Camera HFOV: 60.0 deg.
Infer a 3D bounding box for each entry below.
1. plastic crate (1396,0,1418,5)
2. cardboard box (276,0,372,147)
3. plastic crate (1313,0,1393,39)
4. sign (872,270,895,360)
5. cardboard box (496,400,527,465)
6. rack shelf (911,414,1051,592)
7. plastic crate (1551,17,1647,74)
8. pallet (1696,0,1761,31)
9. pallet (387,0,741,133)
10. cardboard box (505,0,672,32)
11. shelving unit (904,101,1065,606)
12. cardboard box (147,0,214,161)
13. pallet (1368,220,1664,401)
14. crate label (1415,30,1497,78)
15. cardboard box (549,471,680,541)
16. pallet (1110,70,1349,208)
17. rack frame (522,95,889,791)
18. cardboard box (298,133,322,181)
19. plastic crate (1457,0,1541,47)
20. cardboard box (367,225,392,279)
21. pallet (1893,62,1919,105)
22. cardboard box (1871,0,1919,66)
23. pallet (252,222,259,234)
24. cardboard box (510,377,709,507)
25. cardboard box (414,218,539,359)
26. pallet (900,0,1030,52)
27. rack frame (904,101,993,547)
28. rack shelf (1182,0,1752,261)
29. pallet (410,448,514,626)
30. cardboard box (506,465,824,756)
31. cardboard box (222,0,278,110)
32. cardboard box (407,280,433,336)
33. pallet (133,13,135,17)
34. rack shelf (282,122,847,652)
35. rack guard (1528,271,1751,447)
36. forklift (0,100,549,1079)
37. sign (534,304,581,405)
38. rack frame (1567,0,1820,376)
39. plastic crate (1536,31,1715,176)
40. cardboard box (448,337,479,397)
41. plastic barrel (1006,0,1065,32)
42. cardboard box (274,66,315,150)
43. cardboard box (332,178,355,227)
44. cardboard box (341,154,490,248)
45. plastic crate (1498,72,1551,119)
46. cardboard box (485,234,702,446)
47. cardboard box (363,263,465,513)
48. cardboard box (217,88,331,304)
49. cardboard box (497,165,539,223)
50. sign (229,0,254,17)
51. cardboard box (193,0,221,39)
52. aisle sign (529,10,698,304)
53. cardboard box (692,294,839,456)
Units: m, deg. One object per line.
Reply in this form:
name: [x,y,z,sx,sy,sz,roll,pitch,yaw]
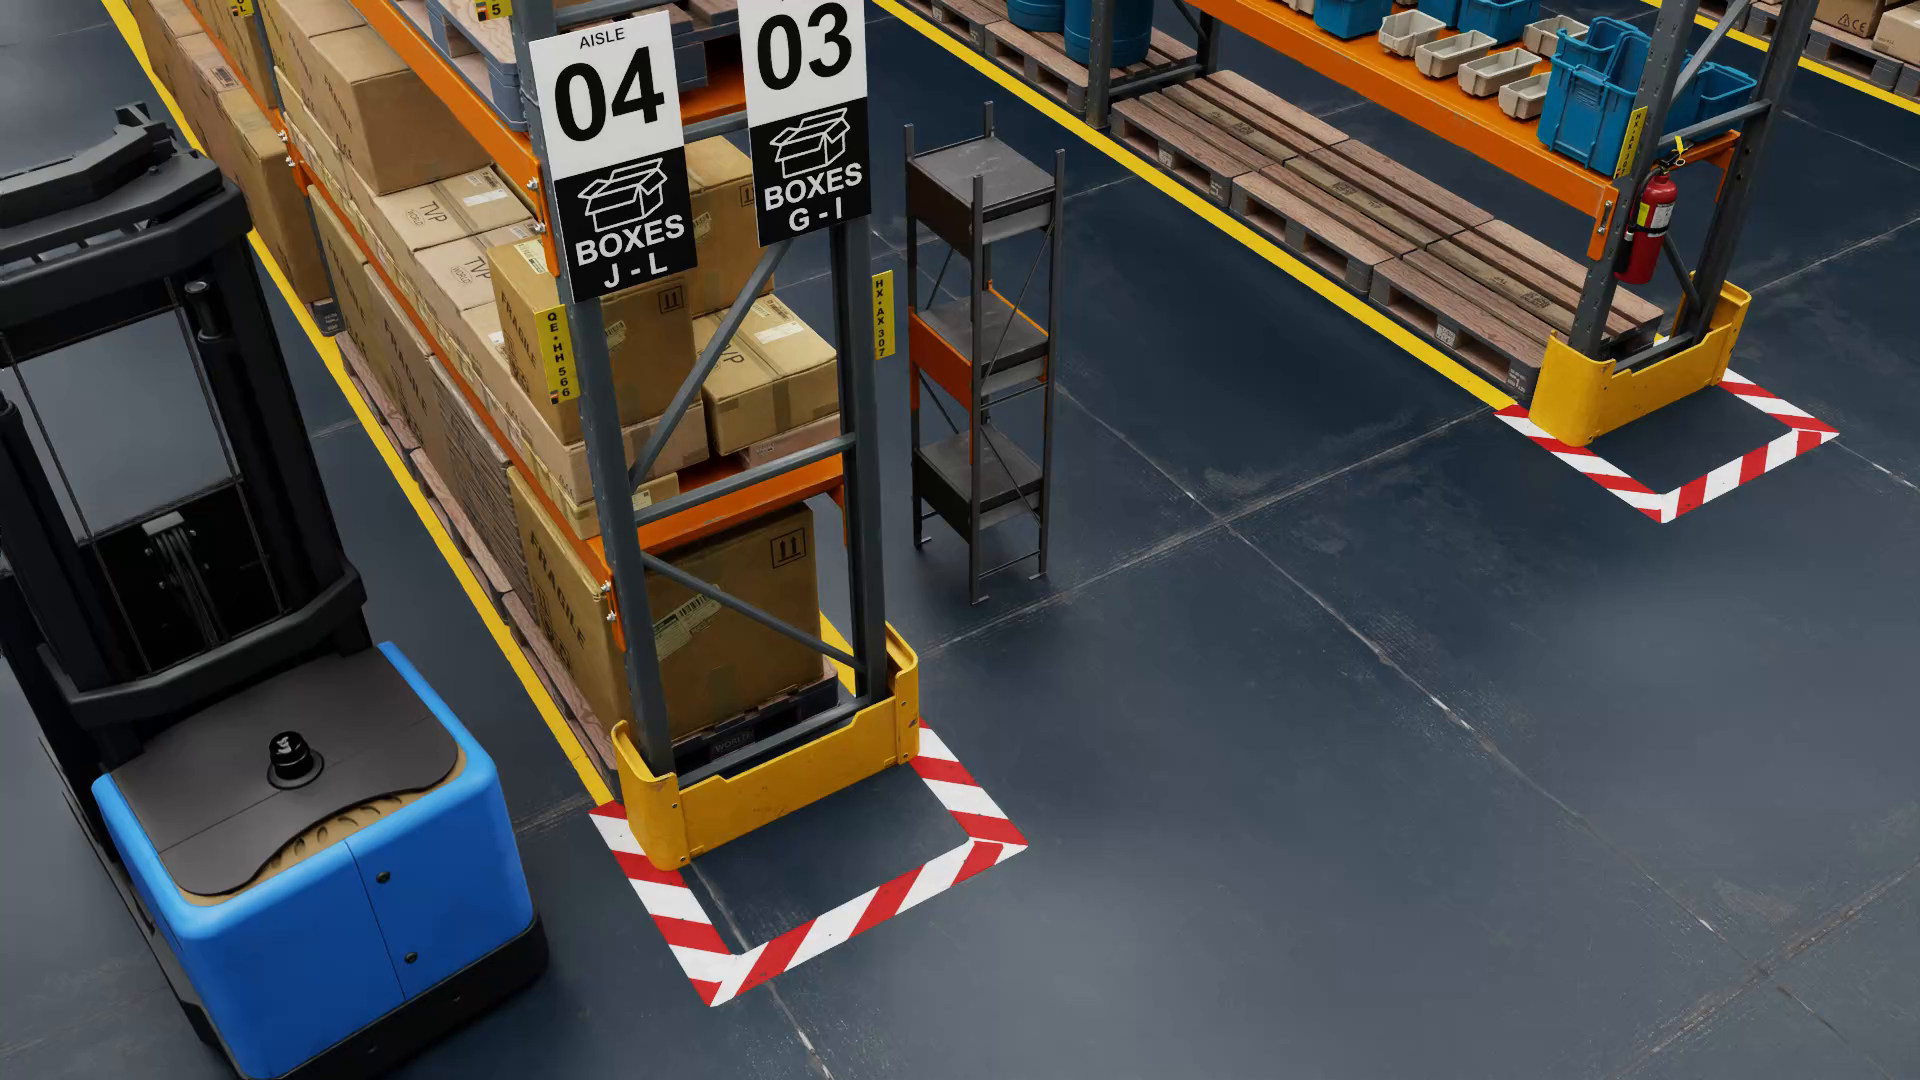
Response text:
plastic crate: [2.479,-3.146,9.342,0.293,0.136,0.466,-22,45,-24]
cardboard box: [-2.587,-2.086,7.209,0.500,0.500,0.500,-22,45,-24]
plastic crate: [2.119,-2.881,8.948,0.416,0.233,0.300,-22,45,-24]
sign: [-0.265,-0.748,5.566,0.100,0.325,0.005,-22,45,-24]
cardboard box: [-1.481,-0.456,6.150,0.380,0.149,0.250,-22,45,-24]
rack shelf: [0.089,-0.169,7.427,0.431,0.518,0.480,-22,45,-24]
plastic crate: [3.231,-2.462,8.446,0.416,0.233,0.300,-22,45,-24]
pallet: [5.836,-4.321,12.771,1.003,0.211,1.213,-22,45,-24]
pallet: [-1.144,-1.712,5.187,1.003,0.211,1.213,-22,45,-24]
cardboard box: [-1.061,-1.850,4.799,0.700,0.500,0.500,-25,46,-27]
shelving unit: [0.089,-0.717,6.971,0.431,2.100,0.503,-22,45,-24]
cardboard box: [-4.211,-2.997,10.335,1.225,0.875,0.875,-22,45,-24]
pallet: [3.029,-1.289,9.132,1.003,0.211,1.213,-22,45,-24]
crate label: [2.535,-2.505,8.572,0.396,0.136,0.243,-22,45,-24]
cardboard box: [-1.205,-0.179,5.818,0.380,0.149,0.250,-21,44,-24]
pallet: [1.717,-2.606,10.712,1.003,0.211,1.213,-22,45,-24]
rack frame: [-0.736,-0.197,5.643,1.000,3.000,0.127,-22,45,-24]
cardboard box: [-2.867,-1.843,7.815,0.380,0.149,0.250,-24,45,-26]
plastic crate: [2.877,-2.818,8.872,0.416,0.233,0.300,-22,45,-24]
cardboard box: [-2.311,-1.286,7.146,0.380,0.149,0.250,-22,44,-24]
pallet: [7.148,-3.004,11.191,1.003,0.211,1.213,-22,45,-24]
cardboard box: [6.633,-3.449,11.350,0.500,0.250,0.500,-22,45,-24]
pallet: [-4.025,-2.334,10.386,1.003,0.211,1.213,-22,45,-24]
cardboard box: [-1.220,-0.424,5.800,0.500,0.250,0.500,-23,45,-25]
cardboard box: [-1.767,-0.972,6.459,0.500,0.250,0.500,-24,45,-26]
pallet: [0.249,-4.079,12.481,1.003,0.211,1.213,-22,45,-24]
rack frame: [-0.042,-0.849,7.129,0.400,2.100,0.015,-22,45,-24]
rack shelf: [2.364,-2.705,9.215,1.077,0.370,4.000,-22,45,-24]
pallet: [-1.884,-0.188,7.811,1.003,0.211,1.213,-22,45,-24]
cardboard box: [-1.148,0.140,6.570,0.875,0.875,0.875,-22,45,-24]
cardboard box: [-3.369,-2.553,8.392,0.500,0.500,0.500,-22,45,-24]
cardboard box: [-2.027,-1.004,6.808,0.380,0.149,0.250,-21,44,-24]
pallet: [-5.457,-3.866,12.224,1.003,0.211,1.213,-22,45,-24]
rack shelf: [-1.812,-1.000,7.169,1.077,0.370,4.000,-22,45,-24]
rack guard: [3.464,-0.933,8.479,1.175,0.500,0.348,-22,45,-24]
forklift: [-2.785,-0.109,5.592,1.130,2.935,3.031,-28,48,-30]
sign: [-1.201,-0.553,4.982,0.100,0.325,0.005,-22,45,-24]
rack frame: [3.440,-1.902,7.689,1.000,3.000,0.127,-22,45,-24]
plastic crate: [3.102,-2.055,7.798,0.616,0.435,0.499,-22,45,-24]
cardboard box: [-1.756,-0.730,6.479,0.380,0.149,0.250,-23,45,-25]
plastic barrel: [0.630,-4.098,11.635,0.600,0.901,0.708,-22,45,-24]
cardboard box: [-2.855,-2.069,7.774,0.500,0.250,0.500,-23,45,-25]
cardboard box: [-2.582,-1.560,7.475,0.380,0.149,0.250,-23,45,-26]
cardboard box: [-2.309,-1.521,7.117,0.500,0.250,0.500,-21,44,-23]
plastic crate: [2.849,-2.201,8.208,0.396,0.136,0.243,-22,45,-24]
cardboard box: [-1.220,-0.714,5.563,0.500,0.500,0.500,-22,44,-24]
cardboard box: [-2.116,-0.831,7.736,0.875,0.875,0.875,-22,45,-24]
cardboard box: [-3.248,-2.040,9.186,1.225,0.875,0.875,-22,45,-24]
cardboard box: [-1.604,-1.436,7.015,0.500,0.250,0.500,-23,45,-25]
sign: [-3.339,-2.578,7.658,0.100,0.325,0.005,-22,45,-24]
cardboard box: [-3.916,-3.102,9.051,0.500,0.500,0.500,-23,45,-25]
aisle sign: [-0.950,-1.054,4.640,0.394,0.787,0.004,-22,45,-24]
cardboard box: [-0.767,-0.606,6.018,0.500,0.250,0.500,-23,45,-25]
